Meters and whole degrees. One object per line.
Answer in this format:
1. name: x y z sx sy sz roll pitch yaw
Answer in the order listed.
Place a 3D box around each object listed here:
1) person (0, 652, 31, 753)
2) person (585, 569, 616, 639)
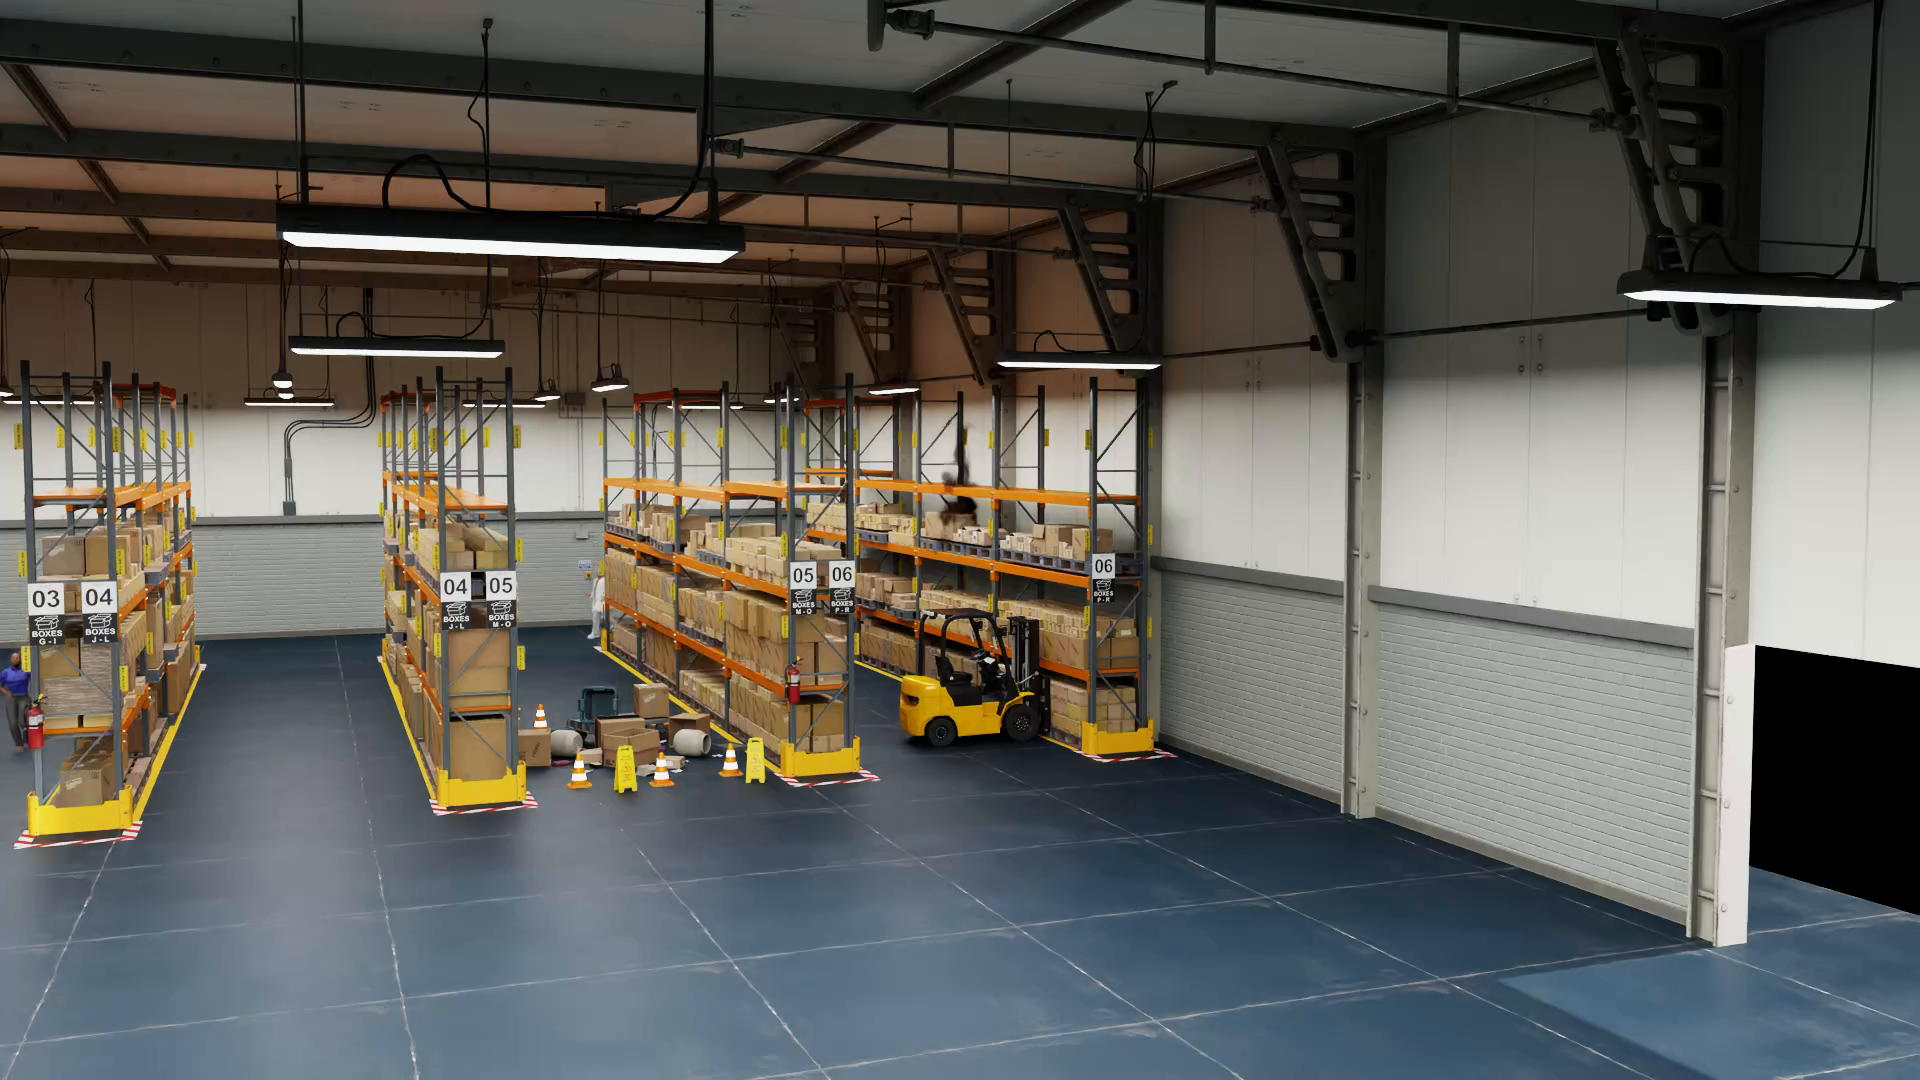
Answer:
1. person: -15.081 2.599 26.630 0.569 1.617 0.548 -1 4 -22
2. person: -9.082 1.596 42.154 0.711 1.764 0.918 3 5 44
